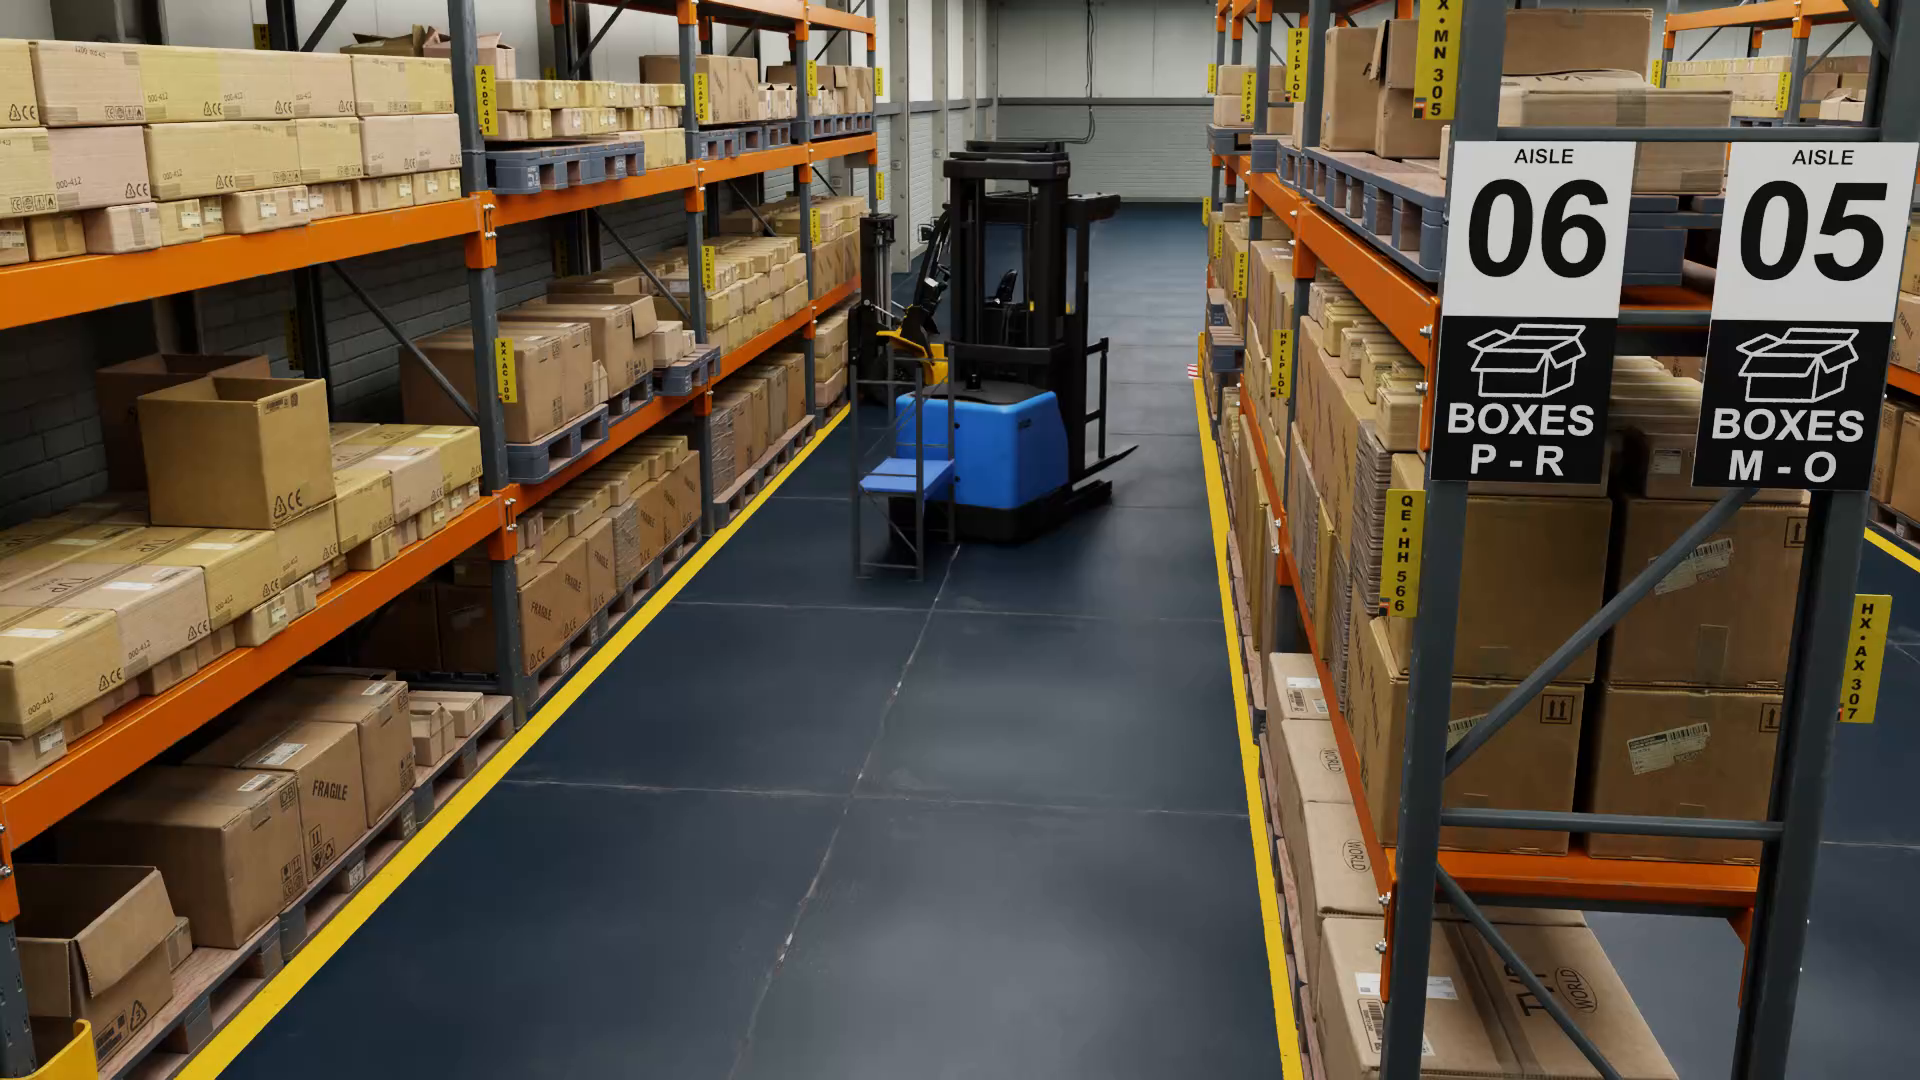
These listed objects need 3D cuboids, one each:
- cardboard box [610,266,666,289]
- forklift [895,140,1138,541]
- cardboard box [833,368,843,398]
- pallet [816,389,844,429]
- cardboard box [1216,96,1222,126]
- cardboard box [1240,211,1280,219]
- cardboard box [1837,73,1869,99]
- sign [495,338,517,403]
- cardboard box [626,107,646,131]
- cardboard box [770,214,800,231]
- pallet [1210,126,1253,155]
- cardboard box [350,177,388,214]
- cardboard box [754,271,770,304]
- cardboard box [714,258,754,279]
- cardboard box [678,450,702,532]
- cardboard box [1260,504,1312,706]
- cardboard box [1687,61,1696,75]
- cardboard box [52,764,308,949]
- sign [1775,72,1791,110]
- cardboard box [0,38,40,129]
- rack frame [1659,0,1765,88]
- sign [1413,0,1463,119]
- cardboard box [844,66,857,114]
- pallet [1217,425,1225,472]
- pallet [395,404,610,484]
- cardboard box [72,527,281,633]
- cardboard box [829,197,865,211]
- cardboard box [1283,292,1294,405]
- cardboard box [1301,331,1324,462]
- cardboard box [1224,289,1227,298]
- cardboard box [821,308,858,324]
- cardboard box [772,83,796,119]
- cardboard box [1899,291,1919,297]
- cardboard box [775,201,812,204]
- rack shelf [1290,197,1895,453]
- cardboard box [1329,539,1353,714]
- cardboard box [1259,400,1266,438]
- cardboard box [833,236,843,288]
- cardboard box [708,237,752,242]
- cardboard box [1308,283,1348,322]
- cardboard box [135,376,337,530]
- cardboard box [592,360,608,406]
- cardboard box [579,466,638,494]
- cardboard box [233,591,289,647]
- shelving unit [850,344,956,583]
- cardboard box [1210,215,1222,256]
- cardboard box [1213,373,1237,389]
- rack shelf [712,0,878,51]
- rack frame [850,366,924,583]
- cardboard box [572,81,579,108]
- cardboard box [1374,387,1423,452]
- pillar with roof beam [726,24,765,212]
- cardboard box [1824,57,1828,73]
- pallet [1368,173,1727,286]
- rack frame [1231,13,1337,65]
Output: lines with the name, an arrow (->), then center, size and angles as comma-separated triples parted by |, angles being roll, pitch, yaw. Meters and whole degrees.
cardboard box -> -2.551, -2.081, 13.176 | 0.380, 0.149, 0.250 | 2, 15, 6
forklift -> 0.614, -1.745, 13.500 | 1.130, 2.935, 3.031 | 8, 17, 26
cardboard box -> -1.518, -1.653, 17.492 | 0.500, 0.250, 0.500 | 1, 15, 5
pallet -> -1.812, -1.389, 17.394 | 1.003, 0.211, 1.213 | 2, 15, 6
cardboard box -> 2.468, -3.692, 14.304 | 0.500, 0.250, 0.500 | 1, 15, 6
cardboard box -> 2.564, -2.696, 14.077 | 0.380, 0.149, 0.250 | 3, 15, 9
cardboard box -> 8.252, -4.154, 15.252 | 0.500, 0.250, 0.500 | 2, 15, 7
sign -> -2.306, -0.859, 8.433 | 0.100, 0.325, 0.005 | 2, 15, 6
cardboard box -> -2.284, -2.762, 10.906 | 0.380, 0.149, 0.250 | 2, 15, 6
cardboard box -> -1.691, -3.180, 16.671 | 0.380, 0.149, 0.250 | 2, 15, 7
pallet -> 2.699, -3.316, 13.792 | 1.213, 0.211, 1.003 | 2, 15, 6
cardboard box -> -2.695, -1.483, 7.136 | 0.380, 0.149, 0.250 | 2, 15, 6
cardboard box -> -1.935, -2.168, 14.261 | 0.500, 0.250, 0.500 | 2, 15, 7
cardboard box -> -1.931, -2.263, 13.850 | 0.380, 0.149, 0.250 | 2, 15, 7
cardboard box -> -2.229, -0.372, 12.277 | 0.500, 0.500, 0.500 | 2, 15, 8
cardboard box -> 2.077, 0.350, 8.887 | 0.875, 0.875, 0.875 | 2, 15, 8
cardboard box -> 7.929, -4.991, 17.585 | 0.380, 0.149, 0.250 | 2, 15, 7
cardboard box -> -2.999, 1.210, 6.425 | 0.700, 0.500, 0.500 | 2, 15, 9
sign -> 7.367, -4.017, 14.882 | 0.100, 0.325, 0.005 | 2, 15, 6
cardboard box -> -2.998, -1.286, 4.684 | 0.500, 0.250, 0.500 | 2, 15, 6
rack frame -> 8.370, -6.198, 18.346 | 1.000, 3.000, 0.127 | 2, 15, 6
sign -> 1.097, -1.129, 3.800 | 0.100, 0.325, 0.005 | 2, 15, 6
cardboard box -> -1.515, -4.930, 18.213 | 0.700, 0.500, 0.500 | 2, 15, 7
pallet -> 2.902, -0.837, 15.351 | 1.003, 0.211, 1.213 | 2, 15, 6
pallet -> -2.648, -0.566, 9.378 | 1.003, 0.211, 1.213 | 2, 15, 6
cardboard box -> -2.868, 0.139, 6.118 | 0.500, 0.250, 0.500 | 1, 15, 5
cardboard box -> -1.320, -3.908, 19.365 | 0.380, 0.149, 0.250 | 2, 15, 6
cardboard box -> 1.887, -0.964, 8.373 | 0.500, 0.500, 0.500 | 2, 15, 8
cardboard box -> 1.728, -0.594, 7.003 | 0.500, 0.500, 0.500 | 1, 15, 6
cardboard box -> 2.575, -2.268, 14.978 | 0.380, 0.149, 0.250 | 2, 15, 7
cardboard box -> -1.398, -2.402, 18.345 | 0.500, 0.250, 0.500 | 1, 15, 5
cardboard box -> -1.783, -3.991, 15.103 | 0.500, 0.311, 0.500 | 1, 15, 4
cardboard box -> 7.365, -1.660, 12.862 | 0.500, 0.500, 0.500 | 1, 15, 5
cardboard box -> -1.869, -3.723, 18.679 | 0.380, 0.149, 0.250 | 2, 15, 8
rack shelf -> 1.860, -0.892, 5.845 | 1.077, 0.370, 4.000 | 2, 15, 6
cardboard box -> 1.546, 0.283, 5.677 | 0.500, 0.500, 0.500 | 2, 15, 8
cardboard box -> 2.075, -0.758, 10.005 | 0.500, 0.250, 0.500 | 2, 15, 6
cardboard box -> -1.536, -2.952, 17.643 | 0.500, 0.500, 0.500 | 2, 15, 6
cardboard box -> -2.196, -2.806, 15.860 | 0.380, 0.149, 0.250 | 1, 15, 5
cardboard box -> 1.793, -1.080, 7.558 | 0.380, 0.149, 0.250 | 1, 15, 5
cardboard box -> -2.810, -0.350, 6.489 | 0.500, 0.500, 0.500 | 2, 15, 8
cardboard box -> -2.308, -0.942, 9.852 | 0.396, 0.266, 0.258 | 2, 15, 9
cardboard box -> -2.375, -0.396, 11.120 | 0.380, 0.149, 0.250 | 1, 15, 5
cardboard box -> -2.793, 0.294, 6.310 | 0.380, 0.149, 0.250 | 1, 15, 5
shelving unit -> -0.394, -0.573, 11.907 | 0.538, 1.500, 1.048 | 3, 15, 12
cardboard box -> 3.056, -3.365, 18.598 | 0.500, 0.500, 0.500 | 2, 15, 8
cardboard box -> 2.789, -1.783, 16.537 | 0.500, 0.500, 0.500 | 1, 15, 5
rack shelf -> -1.718, -5.404, 17.553 | 1.077, 0.370, 4.000 | 2, 15, 6
rack frame -> -0.499, -0.443, 11.427 | 0.500, 1.500, 0.032 | 3, 15, 12
cardboard box -> -2.373, -2.512, 9.375 | 0.380, 0.149, 0.250 | 2, 15, 7
cardboard box -> 1.426, -0.351, 4.865 | 0.380, 0.149, 0.250 | 2, 15, 6
pillar with roof beam -> 1.811, -6.182, 18.287 | 9.100, 9.000, 0.400 | 2, 15, 6
cardboard box -> 8.382, -4.510, 15.805 | 0.380, 0.149, 0.250 | 1, 15, 5
pallet -> 1.708, -0.870, 4.557 | 1.003, 0.211, 1.213 | 2, 15, 6
rack frame -> 2.989, -5.281, 14.951 | 1.000, 3.000, 0.127 | 2, 15, 6
